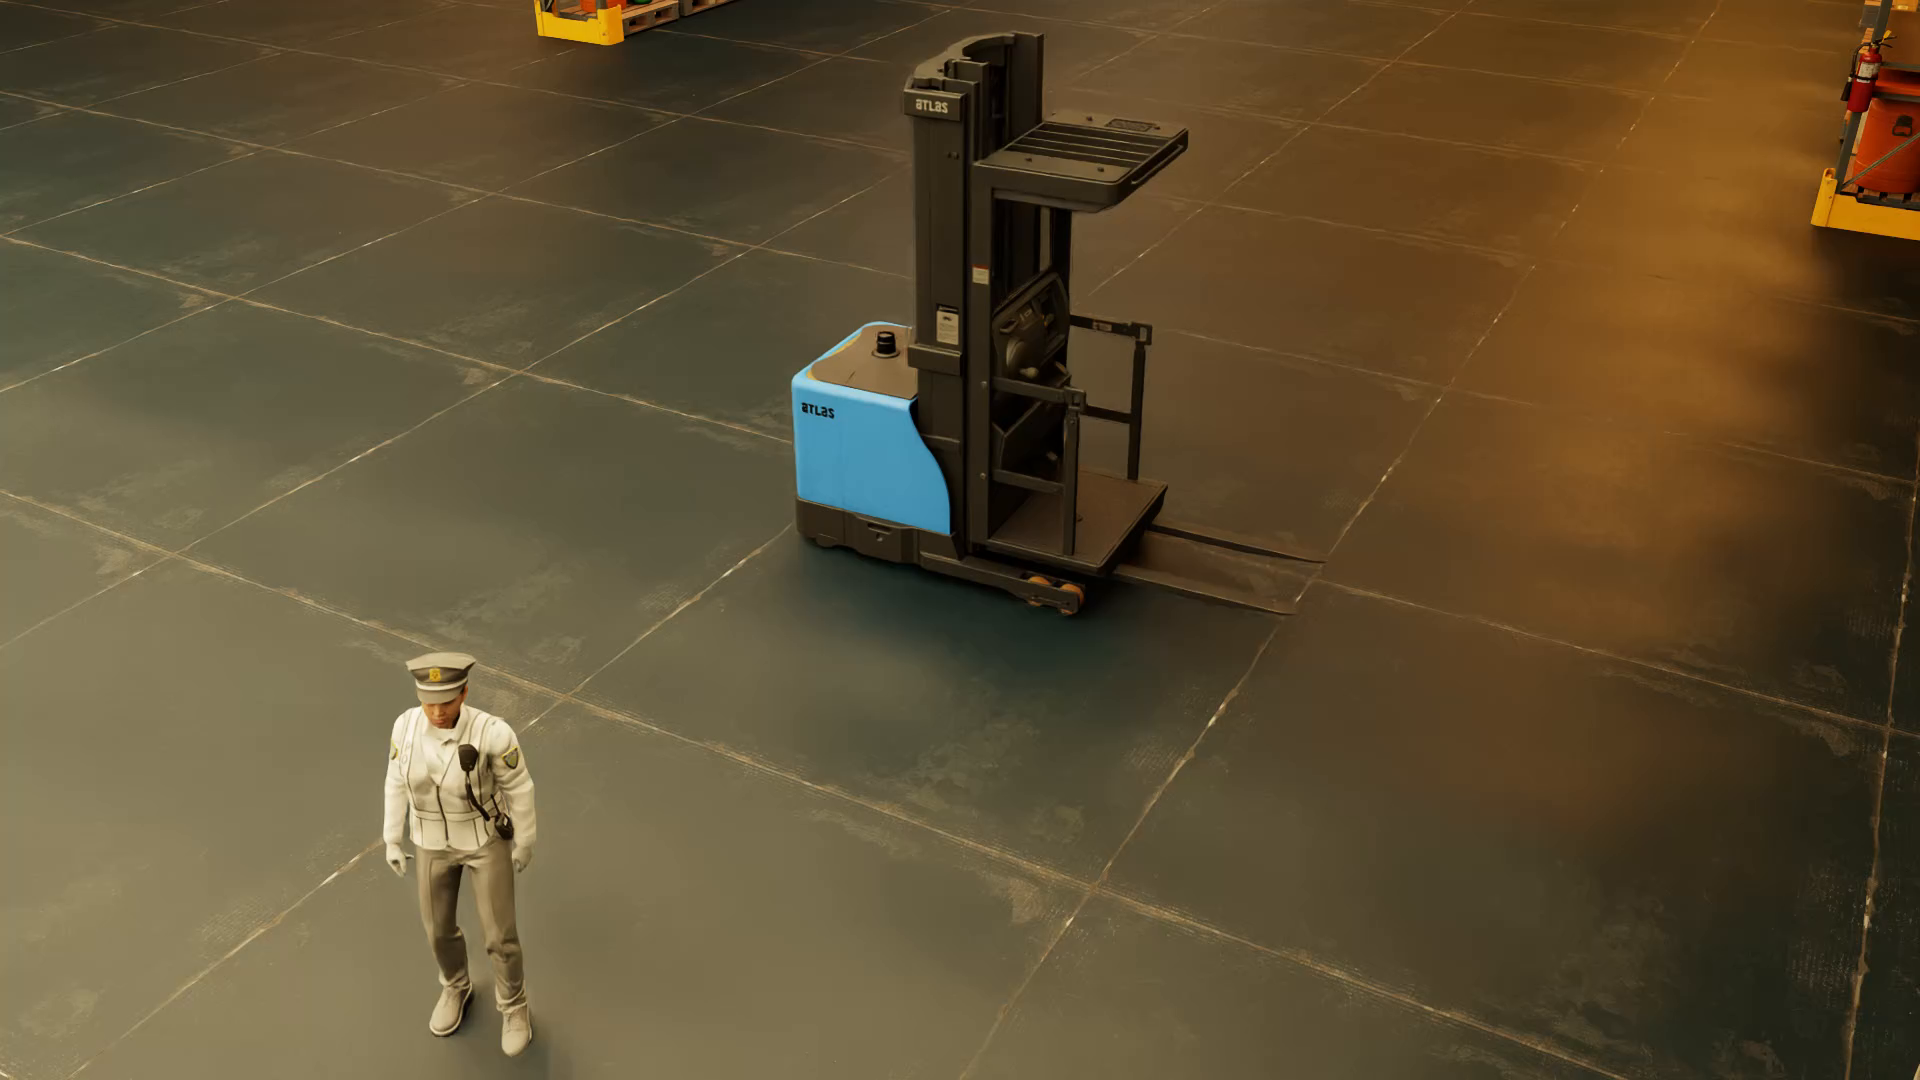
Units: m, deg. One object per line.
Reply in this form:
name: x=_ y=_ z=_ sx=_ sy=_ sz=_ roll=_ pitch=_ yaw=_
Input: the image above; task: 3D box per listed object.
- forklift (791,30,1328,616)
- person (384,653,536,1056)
forklift: x=0.573 y=-1.158 z=9.077 sx=3.031 sy=2.935 sz=1.130 roll=14 pitch=33 yaw=22
person: x=-1.899 y=1.187 z=6.291 sx=0.567 sy=1.713 sz=0.452 roll=2 pitch=30 yaw=3
